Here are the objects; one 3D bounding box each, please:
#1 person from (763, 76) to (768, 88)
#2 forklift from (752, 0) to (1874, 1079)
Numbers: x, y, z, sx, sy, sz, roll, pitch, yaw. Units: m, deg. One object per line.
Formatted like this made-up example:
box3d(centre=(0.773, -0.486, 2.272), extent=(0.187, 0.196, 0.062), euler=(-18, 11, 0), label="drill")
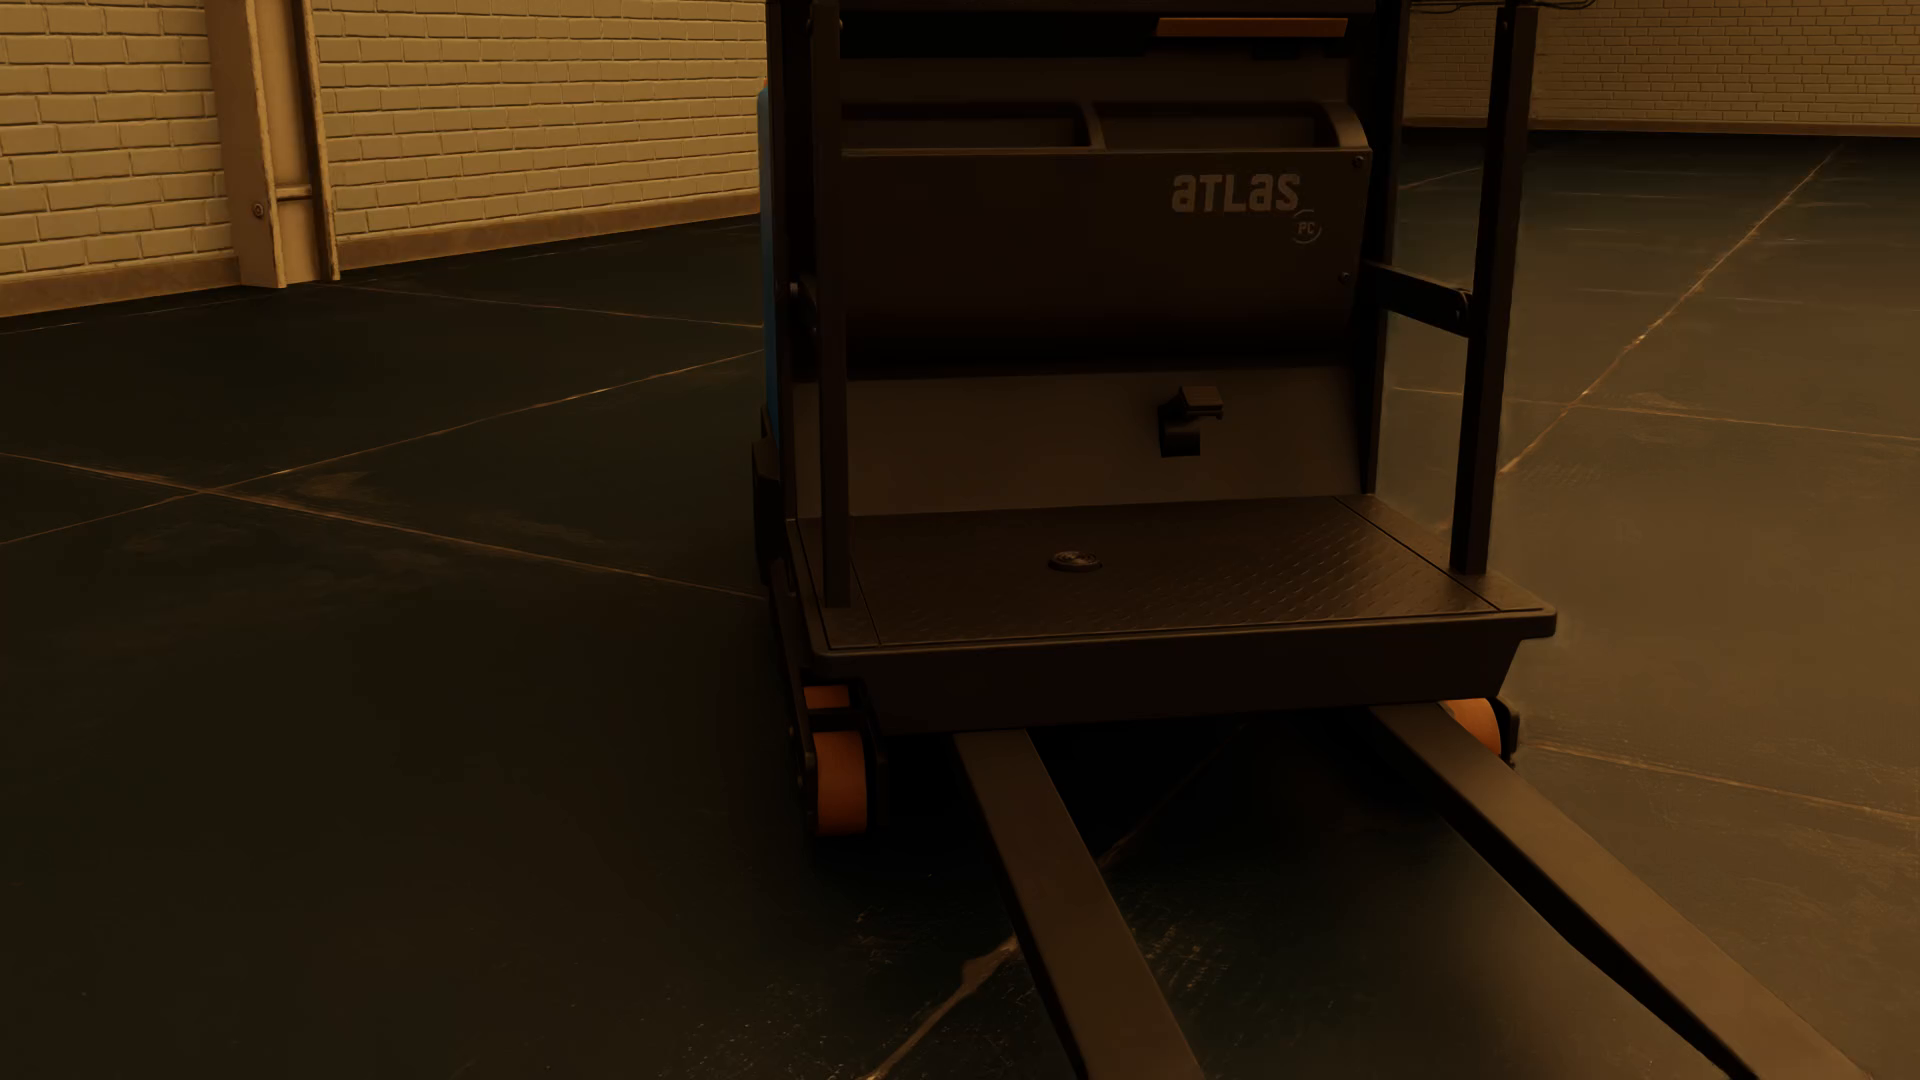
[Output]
box3d(centre=(-0.154, -0.953, 4.746), extent=(0.884, 1.454, 0.690), euler=(9, 19, 29), label="person")
box3d(centre=(0.263, -1.064, 2.465), extent=(1.130, 2.935, 3.031), euler=(-3, 17, -9), label="forklift")
